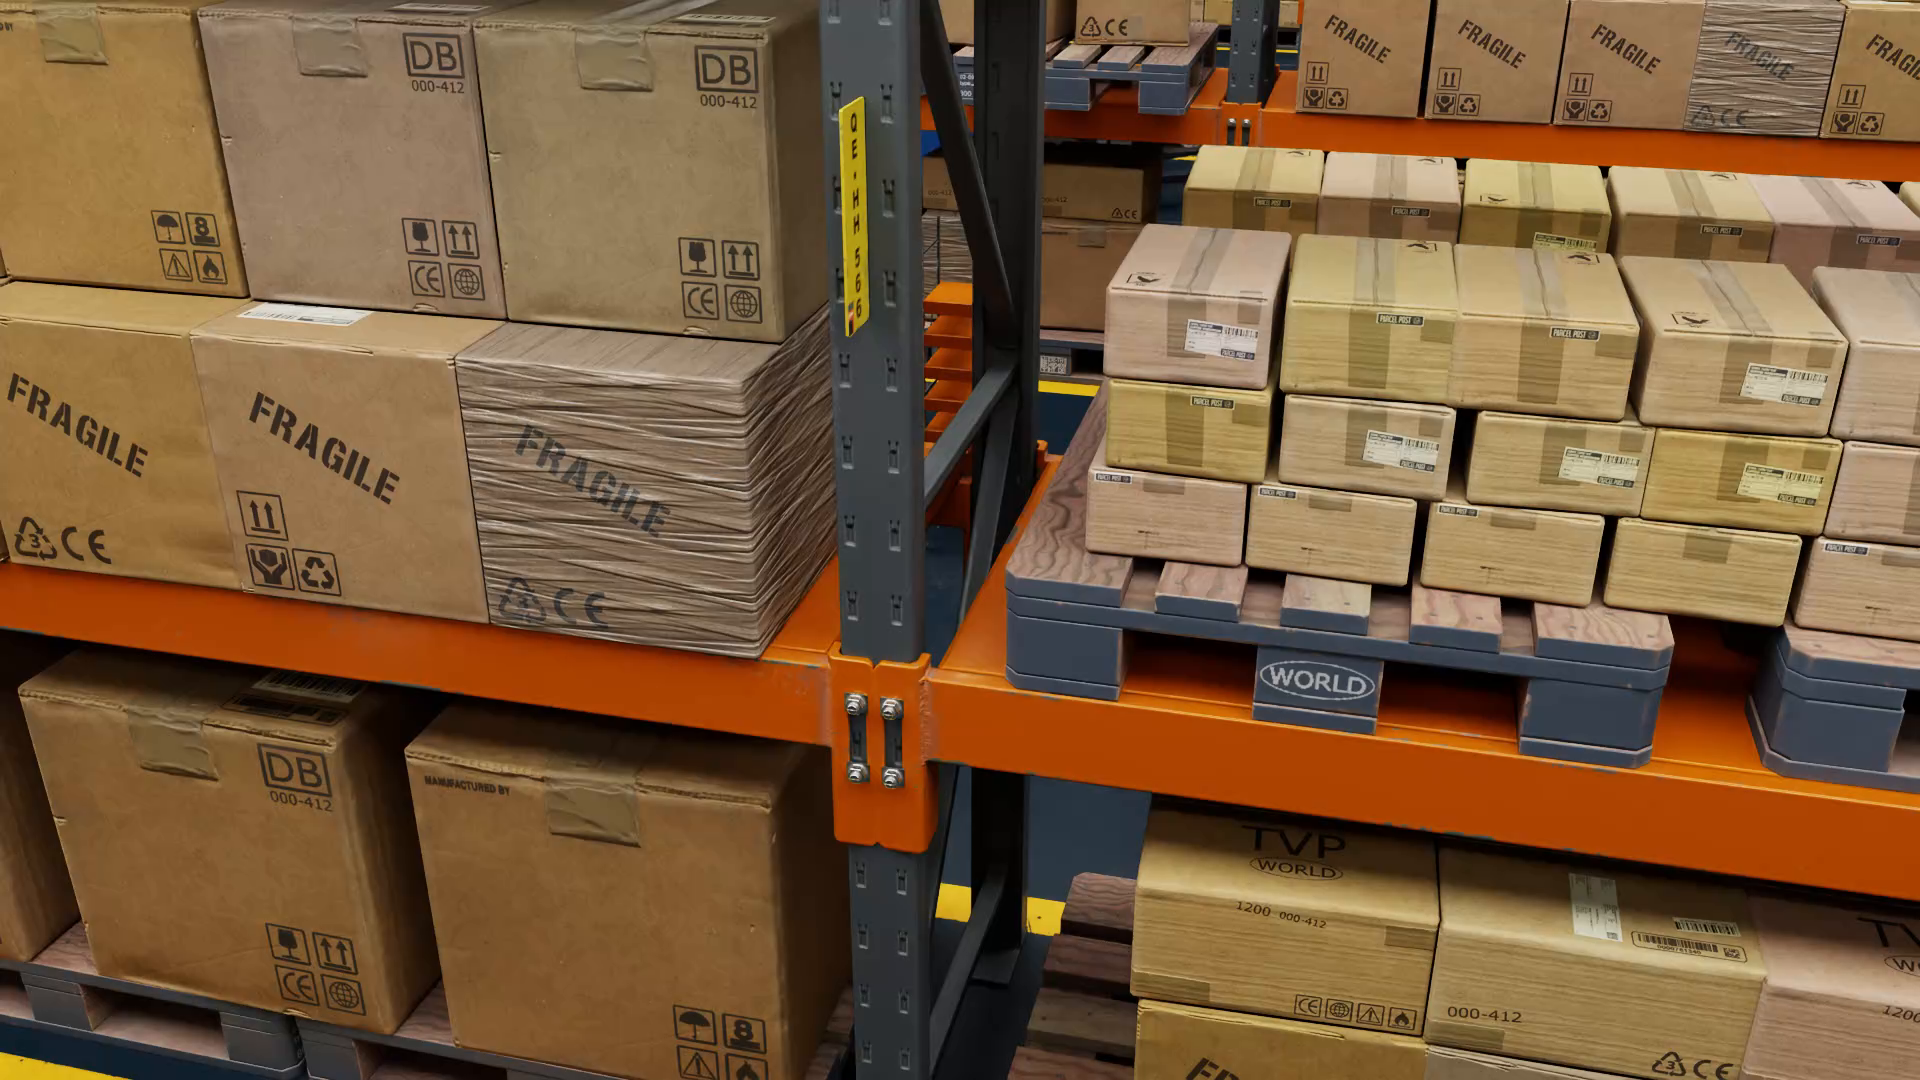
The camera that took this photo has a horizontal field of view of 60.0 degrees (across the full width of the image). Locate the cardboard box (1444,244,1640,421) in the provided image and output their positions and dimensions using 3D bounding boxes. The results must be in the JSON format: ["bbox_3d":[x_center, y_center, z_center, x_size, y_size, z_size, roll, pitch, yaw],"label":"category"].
[{"bbox_3d":[0.881,-0.327,2.560,0.250,0.149,0.380,6,26,13],"label":"cardboard box"}]

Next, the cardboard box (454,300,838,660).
[{"bbox_3d":[-0.518,-0.150,2.960,0.500,0.500,0.500,6,26,13],"label":"cardboard box"}]

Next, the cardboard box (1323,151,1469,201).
[{"bbox_3d":[1.981,-1.370,7.622,0.875,0.875,1.225,5,26,11],"label":"cardboard box"}]

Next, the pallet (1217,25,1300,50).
[{"bbox_3d":[3.001,-5.192,16.909,1.213,0.211,1.003,6,26,13],"label":"pallet"}]

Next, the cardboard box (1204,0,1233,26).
[{"bbox_3d":[2.718,-5.303,16.609,0.500,0.250,0.500,6,26,12],"label":"cardboard box"}]

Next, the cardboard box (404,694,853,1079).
[{"bbox_3d":[-0.583,0.555,3.723,0.750,0.750,1.050,6,26,12],"label":"cardboard box"}]

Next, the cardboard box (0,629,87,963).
[{"bbox_3d":[-2.332,0.363,4.126,0.750,0.750,1.050,6,26,13],"label":"cardboard box"}]

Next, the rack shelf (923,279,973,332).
[{"bbox_3d":[-0.014,-0.828,5.860,0.180,0.103,0.258,6,26,13],"label":"rack shelf"}]

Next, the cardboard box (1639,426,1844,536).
[{"bbox_3d":[1.170,-0.161,2.557,0.250,0.149,0.380,6,26,13],"label":"cardboard box"}]

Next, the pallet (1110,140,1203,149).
[{"bbox_3d":[1.811,-3.125,12.568,1.213,0.211,1.003,6,26,13],"label":"pallet"}]

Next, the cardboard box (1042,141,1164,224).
[{"bbox_3d":[0.662,-1.691,7.835,0.500,0.250,0.500,7,26,15],"label":"cardboard box"}]

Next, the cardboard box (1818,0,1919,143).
[{"bbox_3d":[3.686,-1.885,6.603,0.500,0.500,0.500,6,26,12],"label":"cardboard box"}]

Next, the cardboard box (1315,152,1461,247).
[{"bbox_3d":[0.816,-0.624,3.183,0.250,0.149,0.380,6,26,12],"label":"cardboard box"}]

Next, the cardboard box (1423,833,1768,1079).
[{"bbox_3d":[1.083,0.661,2.920,0.500,0.250,0.500,6,26,12],"label":"cardboard box"}]

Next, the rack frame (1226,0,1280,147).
[{"bbox_3d":[1.318,-2.223,7.429,0.127,3.000,1.000,6,26,13],"label":"rack frame"}]

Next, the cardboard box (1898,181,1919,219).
[{"bbox_3d":[1.825,-0.512,2.948,0.250,0.149,0.380,8,26,16],"label":"cardboard box"}]

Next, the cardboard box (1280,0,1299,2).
[{"bbox_3d":[3.220,-5.501,16.373,0.500,0.311,0.500,7,26,14],"label":"cardboard box"}]

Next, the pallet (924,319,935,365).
[{"bbox_3d":[-0.616,-1.179,8.482,1.213,0.211,1.003,6,26,13],"label":"pallet"}]

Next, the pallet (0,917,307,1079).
[{"bbox_3d":[-1.938,0.843,4.233,1.213,0.211,1.003,6,26,13],"label":"pallet"}]

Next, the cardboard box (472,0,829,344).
[{"bbox_3d":[-0.448,-0.717,2.988,0.500,0.500,0.700,6,26,13],"label":"cardboard box"}]

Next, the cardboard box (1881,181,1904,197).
[{"bbox_3d":[3.701,-1.180,7.223,0.875,0.875,1.225,5,26,11],"label":"cardboard box"}]

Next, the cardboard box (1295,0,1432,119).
[{"bbox_3d":[1.721,-2.102,7.060,0.500,0.500,0.500,7,26,15],"label":"cardboard box"}]

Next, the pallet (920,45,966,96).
[{"bbox_3d":[-0.609,-2.331,7.880,1.213,0.211,1.003,6,26,13],"label":"pallet"}]

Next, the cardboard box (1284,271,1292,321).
[{"bbox_3d":[0.577,-0.516,3.301,0.250,0.149,0.380,7,26,14],"label":"cardboard box"}]

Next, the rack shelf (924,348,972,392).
[{"bbox_3d":[-0.014,-0.612,5.963,0.180,0.103,0.258,6,26,13],"label":"rack shelf"}]

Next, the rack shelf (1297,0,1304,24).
[{"bbox_3d":[0.614,-4.174,12.365,4.000,0.370,1.077,6,26,13],"label":"rack shelf"}]

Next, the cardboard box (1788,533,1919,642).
[{"bbox_3d":[1.409,0.000,2.563,0.250,0.149,0.380,7,26,15],"label":"cardboard box"}]

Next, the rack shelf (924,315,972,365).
[{"bbox_3d":[-0.014,-0.720,5.911,0.180,0.103,0.258,6,26,13],"label":"rack shelf"}]

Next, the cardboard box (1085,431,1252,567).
[{"bbox_3d":[0.368,-0.113,2.801,0.250,0.149,0.380,6,26,12],"label":"cardboard box"}]

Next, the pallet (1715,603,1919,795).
[{"bbox_3d":[1.912,0.113,2.746,1.213,0.211,1.003,6,26,13],"label":"pallet"}]

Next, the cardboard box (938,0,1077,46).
[{"bbox_3d":[0.219,-2.517,7.442,0.500,0.500,0.700,10,27,21],"label":"cardboard box"}]

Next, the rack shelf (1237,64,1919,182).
[{"bbox_3d":[3.255,-1.684,7.134,4.000,0.370,1.077,6,26,13],"label":"rack shelf"}]

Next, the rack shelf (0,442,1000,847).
[{"bbox_3d":[-1.952,-0.058,3.719,4.000,0.370,1.077,6,26,13],"label":"rack shelf"}]

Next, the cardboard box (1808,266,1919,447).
[{"bbox_3d":[1.400,-0.271,2.441,0.250,0.149,0.380,8,26,15],"label":"cardboard box"}]

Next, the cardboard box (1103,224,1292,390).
[{"bbox_3d":[0.388,-0.383,2.676,0.250,0.149,0.380,6,26,13],"label":"cardboard box"}]

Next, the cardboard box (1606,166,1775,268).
[{"bbox_3d":[1.329,-0.569,3.067,0.250,0.149,0.380,7,26,15],"label":"cardboard box"}]

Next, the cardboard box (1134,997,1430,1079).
[{"bbox_3d":[0.606,0.952,3.180,0.500,0.500,0.500,5,26,11],"label":"cardboard box"}]

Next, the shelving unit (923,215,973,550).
[{"bbox_3d":[-0.014,-0.543,5.995,0.189,1.200,0.258,6,26,13],"label":"shelving unit"}]

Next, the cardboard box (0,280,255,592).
[{"bbox_3d":[-1.485,-0.258,3.185,0.500,0.500,0.500,6,26,12],"label":"cardboard box"}]

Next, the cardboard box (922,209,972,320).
[{"bbox_3d":[0.124,-1.410,8.119,0.500,0.500,0.700,4,26,9],"label":"cardboard box"}]

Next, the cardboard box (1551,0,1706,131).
[{"bbox_3d":[2.718,-1.995,6.834,0.500,0.500,0.500,6,26,12],"label":"cardboard box"}]

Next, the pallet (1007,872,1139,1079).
[{"bbox_3d":[0.741,1.175,3.537,1.213,0.211,1.003,6,26,13],"label":"pallet"}]

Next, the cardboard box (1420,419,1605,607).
[{"bbox_3d":[0.889,-0.055,2.680,0.250,0.149,0.380,8,27,16],"label":"cardboard box"}]

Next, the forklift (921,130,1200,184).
[{"bbox_3d":[0.402,-3.467,10.123,3.031,2.935,1.130,-8,27,-16],"label":"forklift"}]

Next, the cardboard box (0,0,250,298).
[{"bbox_3d":[-1.435,-0.825,3.214,0.500,0.500,0.700,6,26,12],"label":"cardboard box"}]

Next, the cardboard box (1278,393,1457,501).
[{"bbox_3d":[0.666,-0.216,2.671,0.250,0.149,0.380,8,26,15],"label":"cardboard box"}]
